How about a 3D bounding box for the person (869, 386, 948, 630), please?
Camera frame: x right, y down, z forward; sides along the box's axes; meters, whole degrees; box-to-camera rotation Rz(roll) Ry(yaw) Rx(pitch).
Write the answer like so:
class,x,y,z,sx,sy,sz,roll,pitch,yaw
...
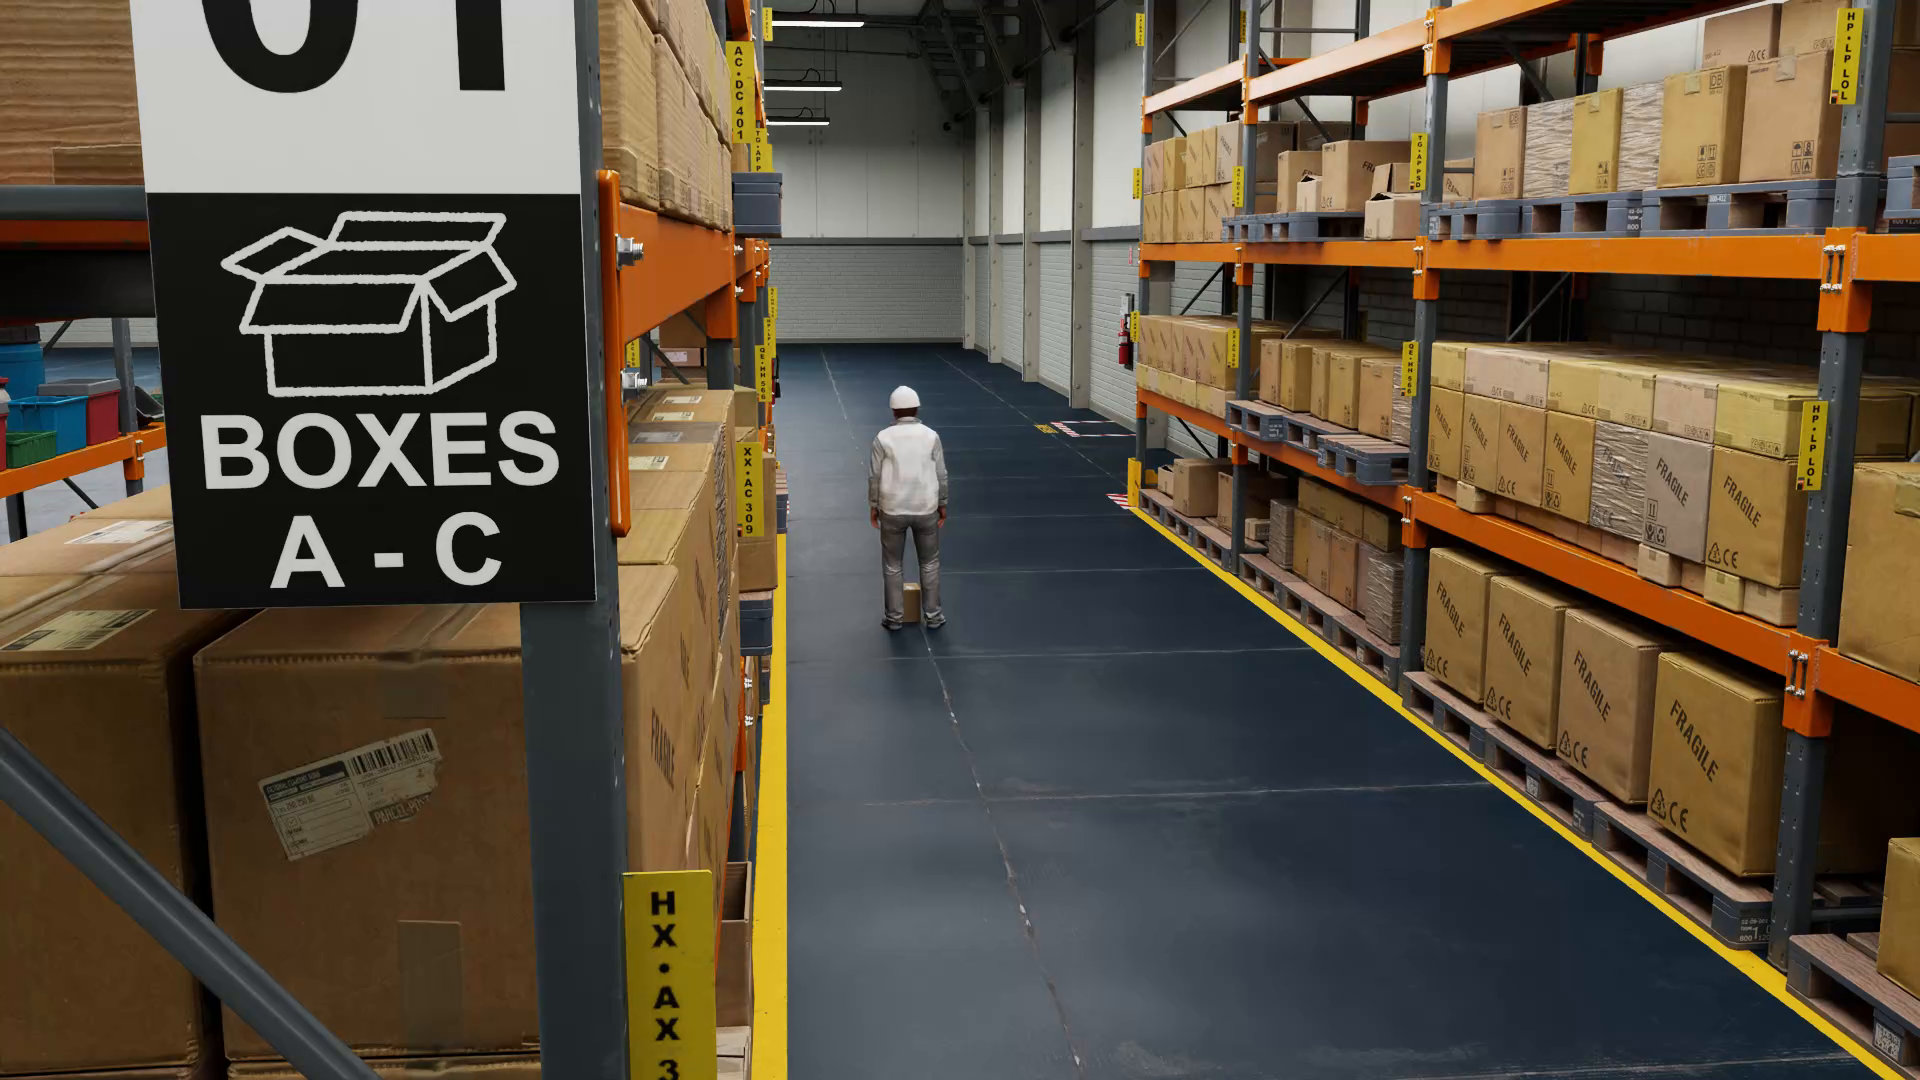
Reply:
class,x,y,z,sx,sy,sz,roll,pitch,yaw
person,-0.374,-0.232,12.151,0.580,1.772,0.460,-1,10,-6
